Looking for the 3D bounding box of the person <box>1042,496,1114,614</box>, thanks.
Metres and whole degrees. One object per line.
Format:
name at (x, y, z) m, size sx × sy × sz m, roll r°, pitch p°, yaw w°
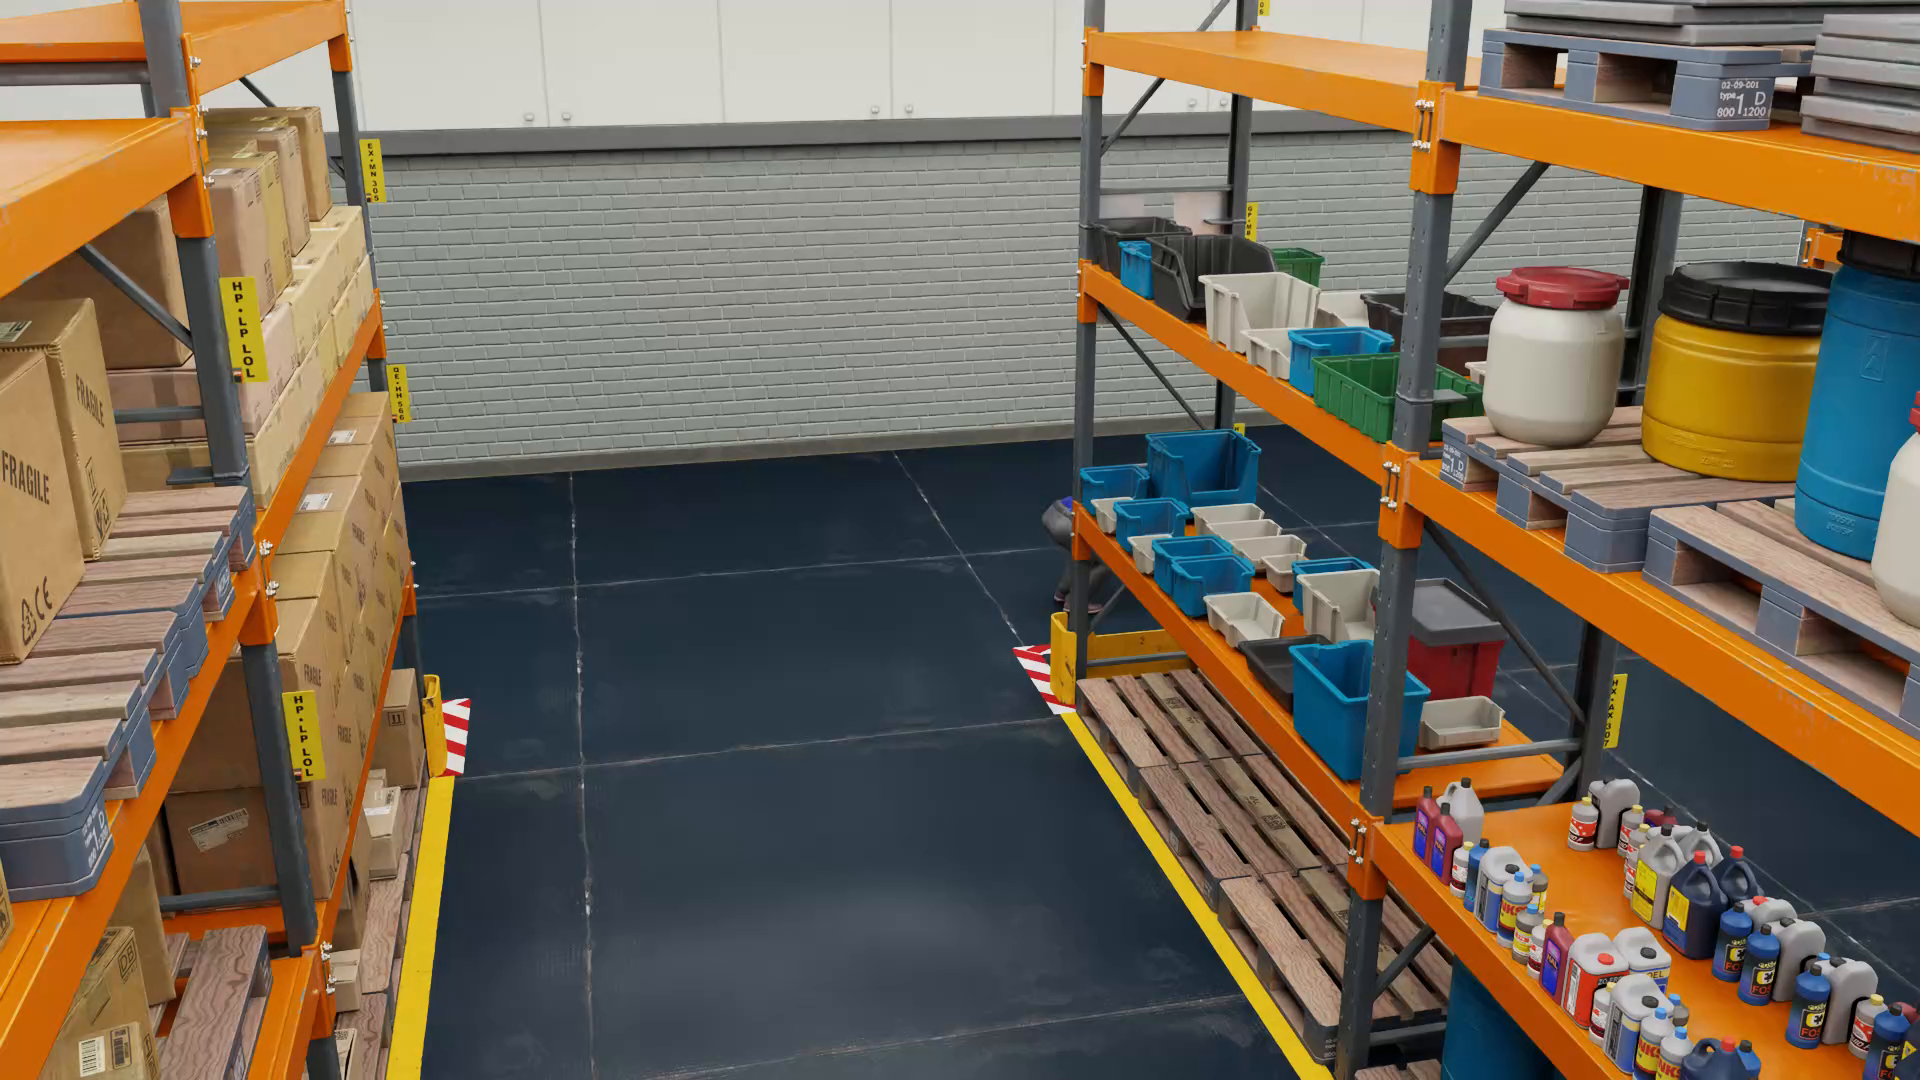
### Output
person at (1.015, 0.019, 12.062) m, size 0.859 × 0.963 × 0.469 m, roll -6°, pitch 20°, yaw -15°
